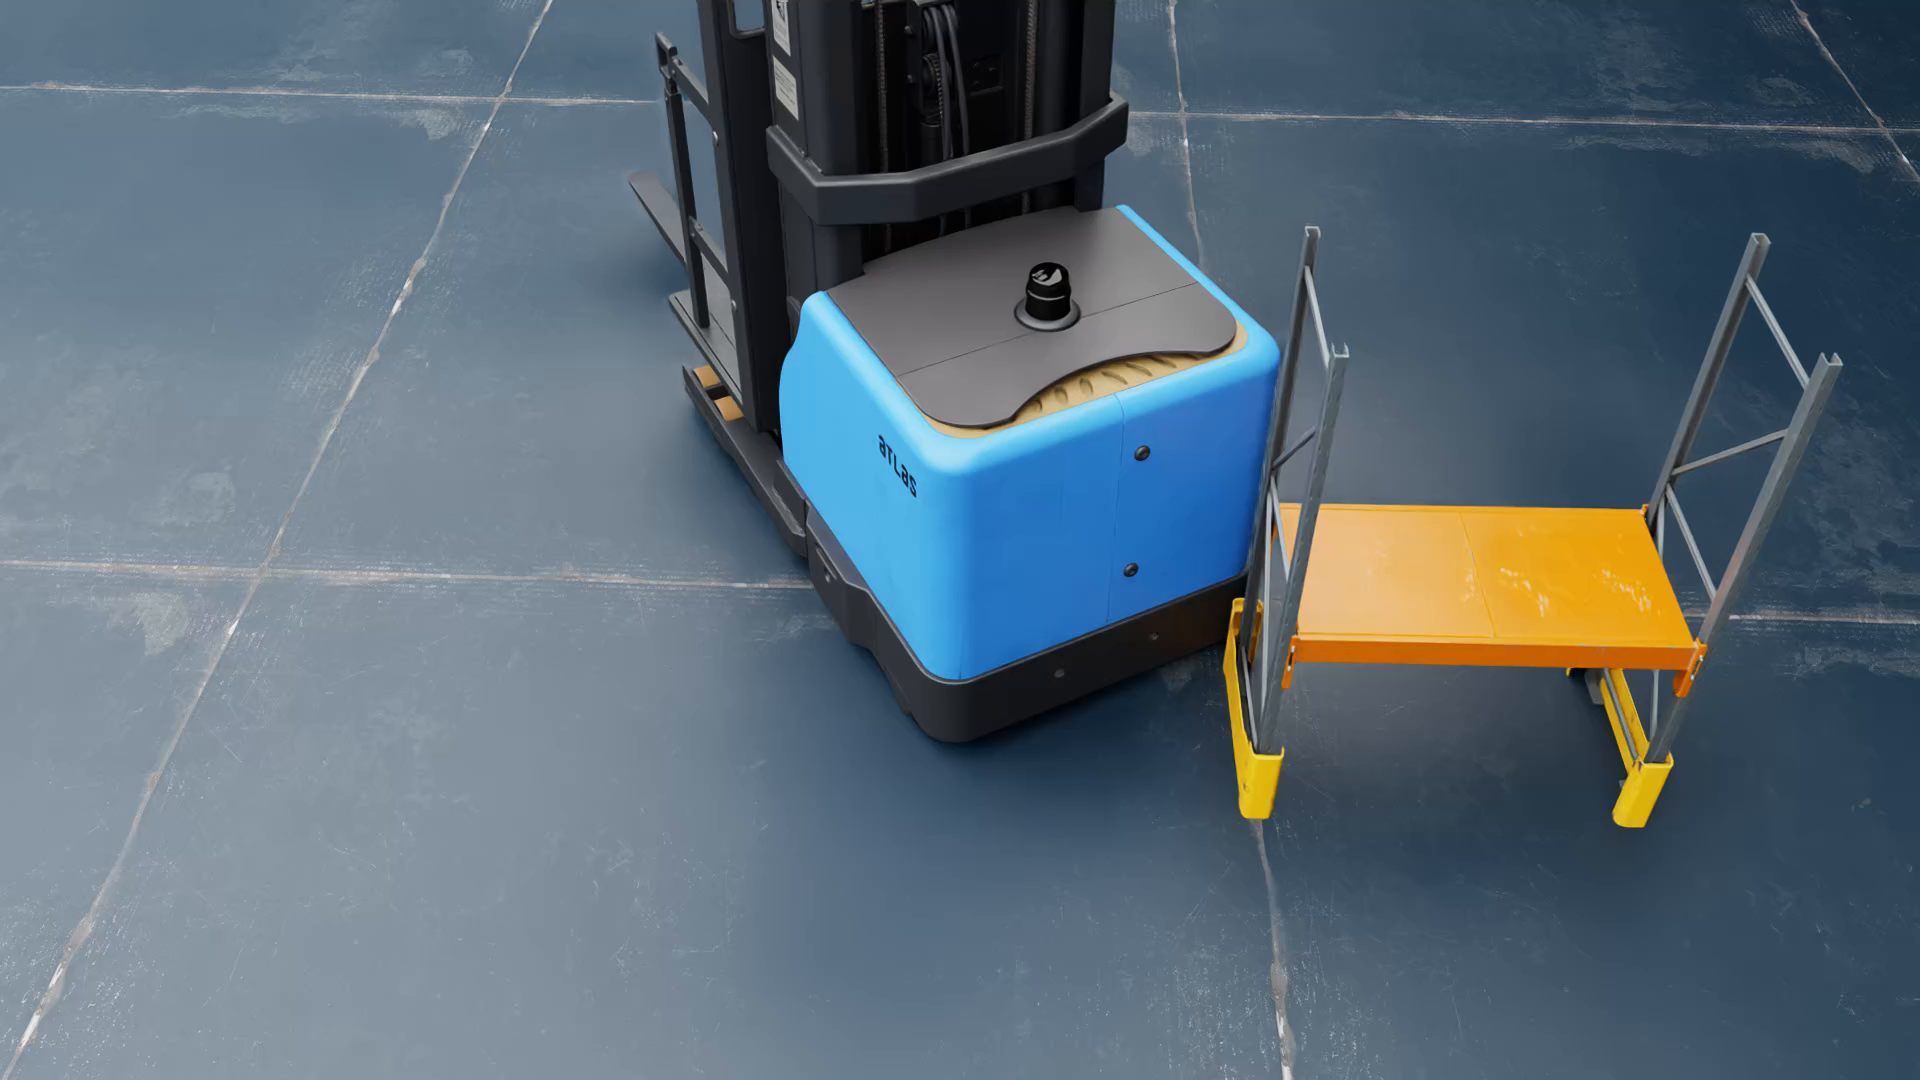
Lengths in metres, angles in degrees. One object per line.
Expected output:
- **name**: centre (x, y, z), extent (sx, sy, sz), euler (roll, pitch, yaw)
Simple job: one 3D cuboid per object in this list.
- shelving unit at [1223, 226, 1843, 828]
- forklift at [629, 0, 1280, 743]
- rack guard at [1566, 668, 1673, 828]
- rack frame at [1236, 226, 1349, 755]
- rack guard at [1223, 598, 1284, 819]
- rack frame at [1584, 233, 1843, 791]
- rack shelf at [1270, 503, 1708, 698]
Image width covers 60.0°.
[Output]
- **shelving unit**: centre (1.301, 0.007, 4.142), extent (1.083, 1.500, 0.587), euler (1, 43, 1)
- **forklift**: centre (-0.289, -1.520, 4.731), extent (1.130, 2.935, 3.031), euler (-19, 46, -20)
- **rack guard**: centre (1.799, 0.474, 4.557), extent (0.087, 0.250, 0.587), euler (1, 43, 1)
- **rack frame**: centre (0.802, -0.002, 4.152), extent (0.032, 1.500, 0.500), euler (1, 43, 1)
- **rack guard**: centre (0.803, 0.455, 4.578), extent (0.087, 0.250, 0.587), euler (1, 43, 1)
- **rack frame**: centre (1.818, 0.017, 4.131), extent (0.032, 1.500, 0.500), euler (1, 43, 1)
- **rack shelf**: centre (1.310, 0.139, 4.264), extent (1.000, 0.185, 0.538), euler (1, 43, 1)
